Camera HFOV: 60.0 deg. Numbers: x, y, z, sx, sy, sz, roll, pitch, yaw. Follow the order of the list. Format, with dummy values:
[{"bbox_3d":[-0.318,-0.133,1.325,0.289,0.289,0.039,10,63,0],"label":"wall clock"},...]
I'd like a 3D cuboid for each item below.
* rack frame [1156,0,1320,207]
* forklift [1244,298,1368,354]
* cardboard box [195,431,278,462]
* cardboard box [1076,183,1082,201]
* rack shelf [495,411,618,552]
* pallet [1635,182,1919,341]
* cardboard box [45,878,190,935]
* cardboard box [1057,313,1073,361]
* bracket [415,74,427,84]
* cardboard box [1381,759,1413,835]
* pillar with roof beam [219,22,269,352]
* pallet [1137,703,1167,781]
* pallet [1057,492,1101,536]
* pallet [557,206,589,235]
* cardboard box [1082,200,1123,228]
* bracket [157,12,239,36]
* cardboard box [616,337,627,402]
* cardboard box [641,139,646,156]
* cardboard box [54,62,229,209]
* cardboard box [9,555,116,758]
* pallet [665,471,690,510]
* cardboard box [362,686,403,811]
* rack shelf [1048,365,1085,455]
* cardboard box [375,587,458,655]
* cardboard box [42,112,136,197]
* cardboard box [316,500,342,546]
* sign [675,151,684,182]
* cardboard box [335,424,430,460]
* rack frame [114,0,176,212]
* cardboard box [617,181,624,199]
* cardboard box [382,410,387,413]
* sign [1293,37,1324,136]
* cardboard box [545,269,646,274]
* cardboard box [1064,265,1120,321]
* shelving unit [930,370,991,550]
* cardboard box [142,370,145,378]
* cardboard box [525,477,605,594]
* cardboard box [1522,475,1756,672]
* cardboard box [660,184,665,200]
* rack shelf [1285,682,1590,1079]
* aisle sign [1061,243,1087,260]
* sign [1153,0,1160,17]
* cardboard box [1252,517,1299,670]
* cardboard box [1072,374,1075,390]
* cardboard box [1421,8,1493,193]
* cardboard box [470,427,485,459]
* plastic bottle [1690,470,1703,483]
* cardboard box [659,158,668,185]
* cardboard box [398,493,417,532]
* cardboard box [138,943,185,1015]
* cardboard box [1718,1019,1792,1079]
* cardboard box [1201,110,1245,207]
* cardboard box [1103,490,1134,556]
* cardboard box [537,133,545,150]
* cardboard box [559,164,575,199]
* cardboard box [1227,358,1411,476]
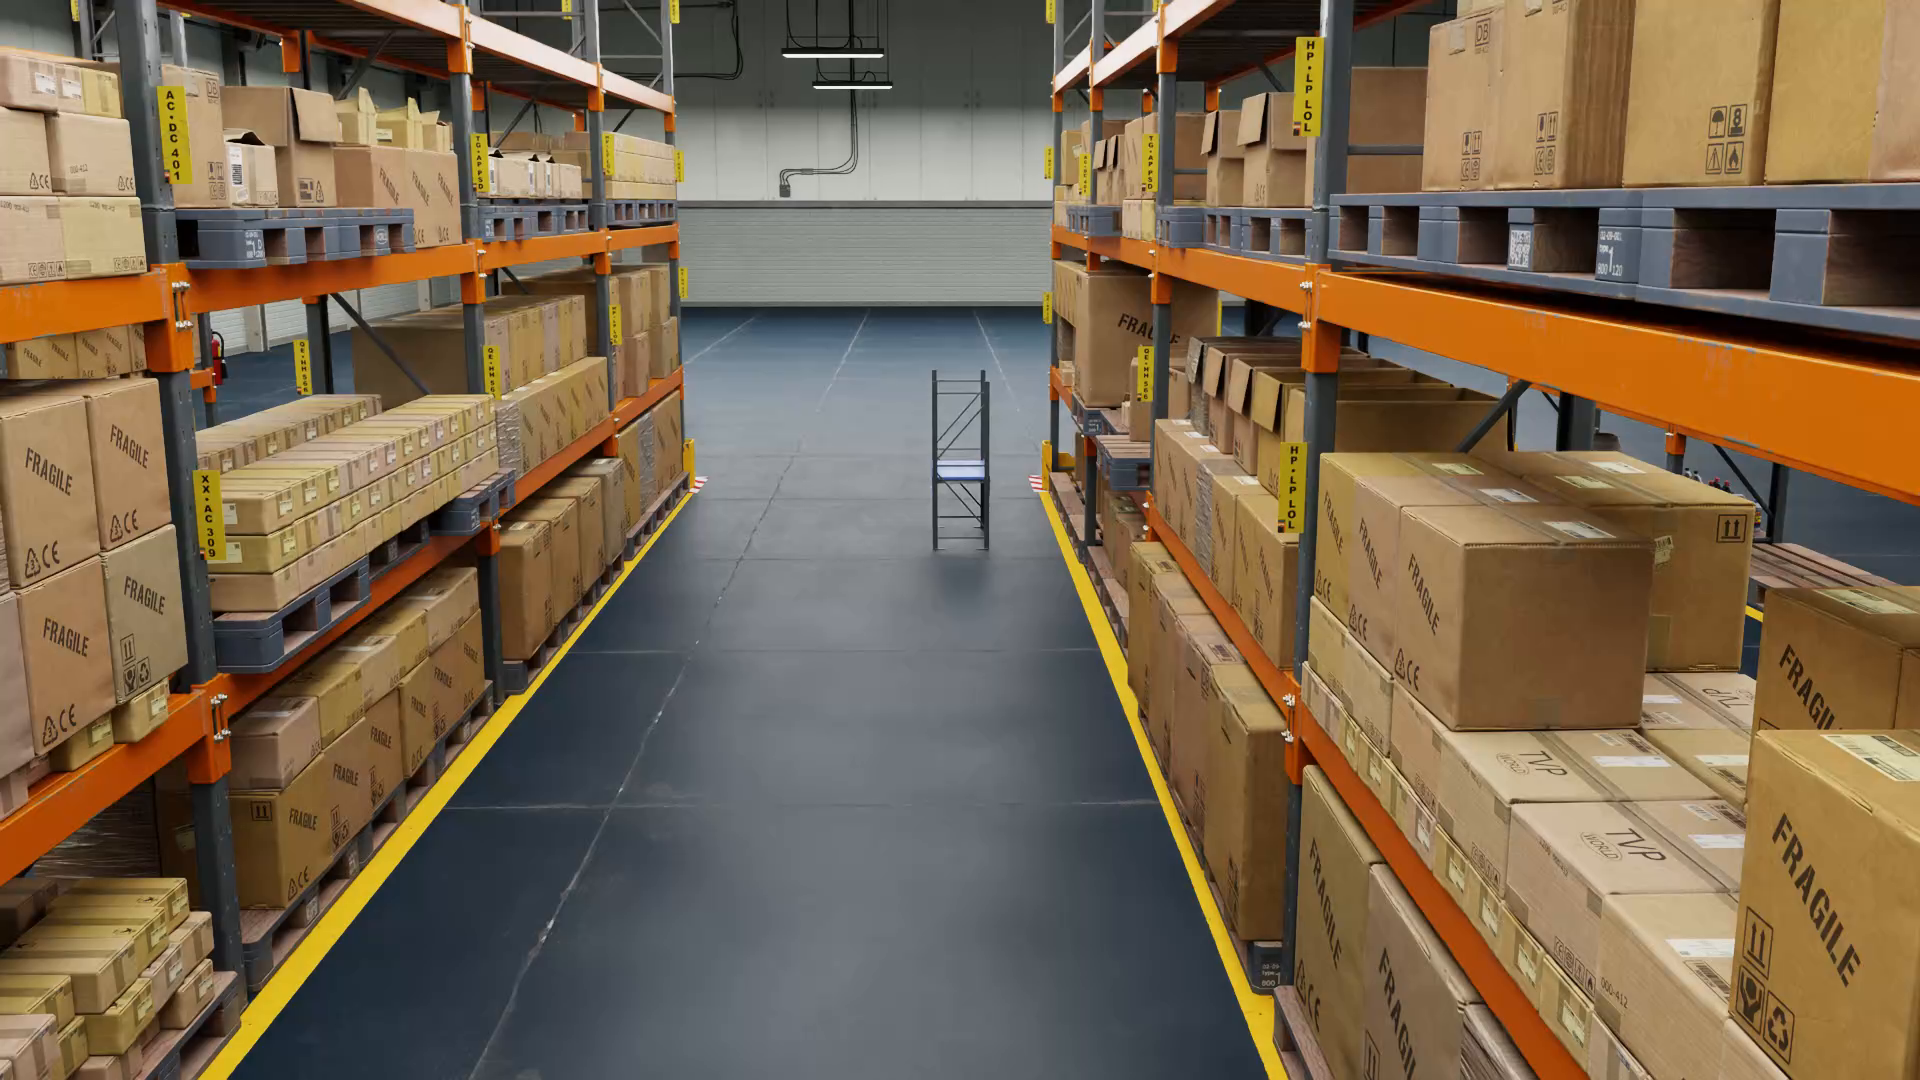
[{"bbox_3d":[1.643,-3.396,9.354,1.000,3.000,0.127,0,11,-1],"label":"rack frame"},{"bbox_3d":[3.070,-1.342,14.495,1.130,2.935,3.031,-1,11,-3],"label":"forklift"},{"bbox_3d":[-3.472,-0.426,7.884,0.380,0.149,0.250,0,11,-2],"label":"cardboard box"},{"bbox_3d":[1.227,-3.064,14.637,0.380,0.149,0.250,-1,11,-3],"label":"cardboard box"},{"bbox_3d":[-3.360,-0.500,11.980,1.077,0.370,4.000,0,11,-1],"label":"rack shelf"},{"bbox_3d":[1.782,-0.439,2.549,1.003,0.211,1.213,0,11,-1],"label":"pallet"},{"bbox_3d":[-2.968,1.309,5.869,0.380,0.149,0.250,0,11,0],"label":"cardboard box"},{"bbox_3d":[1.461,-2.131,17.210,0.875,0.500,0.500,0,11,-1],"label":"cardboard box"},{"bbox_3d":[-14.536,-12.428,44.825,0.235,0.232,0.430,0,11,-1],"label":"bracket"},{"bbox_3d":[1.423,0.731,4.736,0.380,0.149,0.250,0,11,-2],"label":"cardboard box"},{"bbox_3d":[-10.348,-8.378,33.912,9.100,9.000,0.548,0,11,-1],"label":"pillar with roof beam"},{"bbox_3d":[1.584,1.068,9.454,1.003,0.211,1.213,0,11,-1],"label":"pallet"},{"bbox_3d":[1.483,-0.260,16.003,1.003,0.211,1.213,0,11,-1],"label":"pallet"},{"bbox_3d":[-3.333,-2.445,12.692,0.805,0.209,1.217,-1,11,-3],"label":"pallet"},{"bbox_3d":[1.290,-2.737,14.028,0.500,0.250,0.500,0,11,1],"label":"cardboard box"},{"bbox_3d":[-14.235,-9.531,30.543,0.076,0.066,4.783,0,11,-1],"label":"bracket"},{"bbox_3d":[-3.455,-1.506,14.753,0.875,0.550,0.550,0,11,-1],"label":"cardboard box"},{"bbox_3d":[-3.100,-3.619,15.319,0.380,0.149,0.250,0,11,-1],"label":"cardboard box"},{"bbox_3d":[-3.134,-1.461,6.054,0.700,0.500,0.500,0,11,-1],"label":"cardboard box"},{"bbox_3d":[-2.934,0.343,5.013,0.500,0.500,0.500,-1,11,-3],"label":"cardboard box"},{"bbox_3d":[-3.389,-0.520,17.283,1.003,0.211,1.213,0,11,-1],"label":"pallet"},{"bbox_3d":[-3.023,1.002,7.998,0.500,0.500,0.500,0,11,0],"label":"cardboard box"},{"bbox_3d":[1.519,-1.296,15.901,1.077,0.370,4.000,0,11,-1],"label":"rack shelf"},{"bbox_3d":[-3.021,0.432,8.922,0.500,0.250,0.500,0,11,0],"label":"cardboard box"},{"bbox_3d":[-2.972,-1.211,5.250,0.500,0.250,0.500,-1,11,-4],"label":"cardboard box"},{"bbox_3d":[-2.797,-0.072,6.886,0.380,0.149,0.250,0,11,0],"label":"cardboard box"},{"bbox_3d":[-2.941,-3.910,17.407,0.100,0.325,0.005,0,11,-1],"label":"sign"},{"bbox_3d":[-2.825,-0.477,8.135,0.380,0.149,0.250,0,11,2],"label":"cardboard box"},{"bbox_3d":[-3.236,-2.600,5.433,1.000,3.000,0.127,0,11,-1],"label":"rack frame"},{"bbox_3d":[-3.076,-2.977,14.161,0.380,0.149,0.250,0,11,-1],"label":"cardboard box"},{"bbox_3d":[-3.596,-0.593,10.375,0.500,0.500,0.500,0,11,-1],"label":"cardboard box"},{"bbox_3d":[1.183,-1.534,5.630,0.100,0.325,0.005,0,11,-1],"label":"sign"},{"bbox_3d":[-3.535,-2.353,16.213,0.875,0.550,0.550,0,11,-1],"label":"cardboard box"},{"bbox_3d":[1.248,-2.322,15.636,0.500,0.500,0.500,0,11,-1],"label":"cardboard box"},{"bbox_3d":[-0.002,-0.752,15.184,0.538,1.500,1.048,0,11,-1],"label":"shelving unit"},{"bbox_3d":[-8.209,-1.605,16.248,0.380,0.149,0.250,0,11,0],"label":"cardboard box"},{"bbox_3d":[-3.282,-0.039,12.499,1.050,0.750,0.750,0,11,-1],"label":"cardboard box"},{"bbox_3d":[2.008,0.090,5.006,0.500,0.500,0.500,0,11,-1],"label":"cardboard box"},{"bbox_3d":[-3.123,-3.431,16.398,0.380,0.149,0.250,0,11,-1],"label":"cardboard box"},{"bbox_3d":[1.767,1.090,4.143,1.077,0.370,4.000,0,11,-1],"label":"rack shelf"},{"bbox_3d":[1.176,-3.331,17.585,0.394,0.787,0.004,0,11,-1],"label":"aisle sign"},{"bbox_3d":[2.033,-5.519,17.075,0.100,0.325,0.005,0,11,-1],"label":"sign"},{"bbox_3d":[1.443,0.199,6.474,0.500,0.500,0.500,0,11,-1],"label":"cardboard box"},{"bbox_3d":[1.245,-1.467,15.570,0.380,0.149,0.250,0,11,-1],"label":"cardboard box"},{"bbox_3d":[1.801,-1.279,4.906,0.700,0.500,0.500,-1,12,-4],"label":"cardboard box"},{"bbox_3d":[-2.846,-0.534,9.167,0.380,0.149,0.250,0,11,1],"label":"cardboard box"},{"bbox_3d":[6.897,-0.473,15.591,0.144,0.351,0.185,0,11,-2],"label":"plastic bottle"},{"bbox_3d":[-3.185,-3.647,16.459,0.500,0.250,0.500,0,11,-1],"label":"cardboard box"},{"bbox_3d":[-2.818,-0.133,7.935,0.380,0.149,0.250,-1,11,-4],"label":"cardboard box"},{"bbox_3d":[-2.893,1.501,5.675,0.380,0.149,0.250,-1,11,-4],"label":"cardboard box"},{"bbox_3d":[1.533,0.967,2.567,0.500,0.250,0.500,0,11,-2],"label":"cardboard box"},{"bbox_3d":[1.727,-2.061,9.004,0.797,0.503,0.637,0,11,2],"label":"cardboard box"},{"bbox_3d":[1.551,-0.119,13.473,0.700,0.500,0.500,-1,12,-6],"label":"cardboard box"},{"bbox_3d":[-3.732,-3.364,14.064,0.380,0.149,0.250,0,11,-1],"label":"cardboard box"},{"bbox_3d":[-3.156,-2.657,12.328,0.500,0.250,0.500,0,11,-2],"label":"cardboard box"},{"bbox_3d":[1.673,-0.588,7.829,0.797,0.503,0.637,0,11,1],"label":"cardboard box"}]
